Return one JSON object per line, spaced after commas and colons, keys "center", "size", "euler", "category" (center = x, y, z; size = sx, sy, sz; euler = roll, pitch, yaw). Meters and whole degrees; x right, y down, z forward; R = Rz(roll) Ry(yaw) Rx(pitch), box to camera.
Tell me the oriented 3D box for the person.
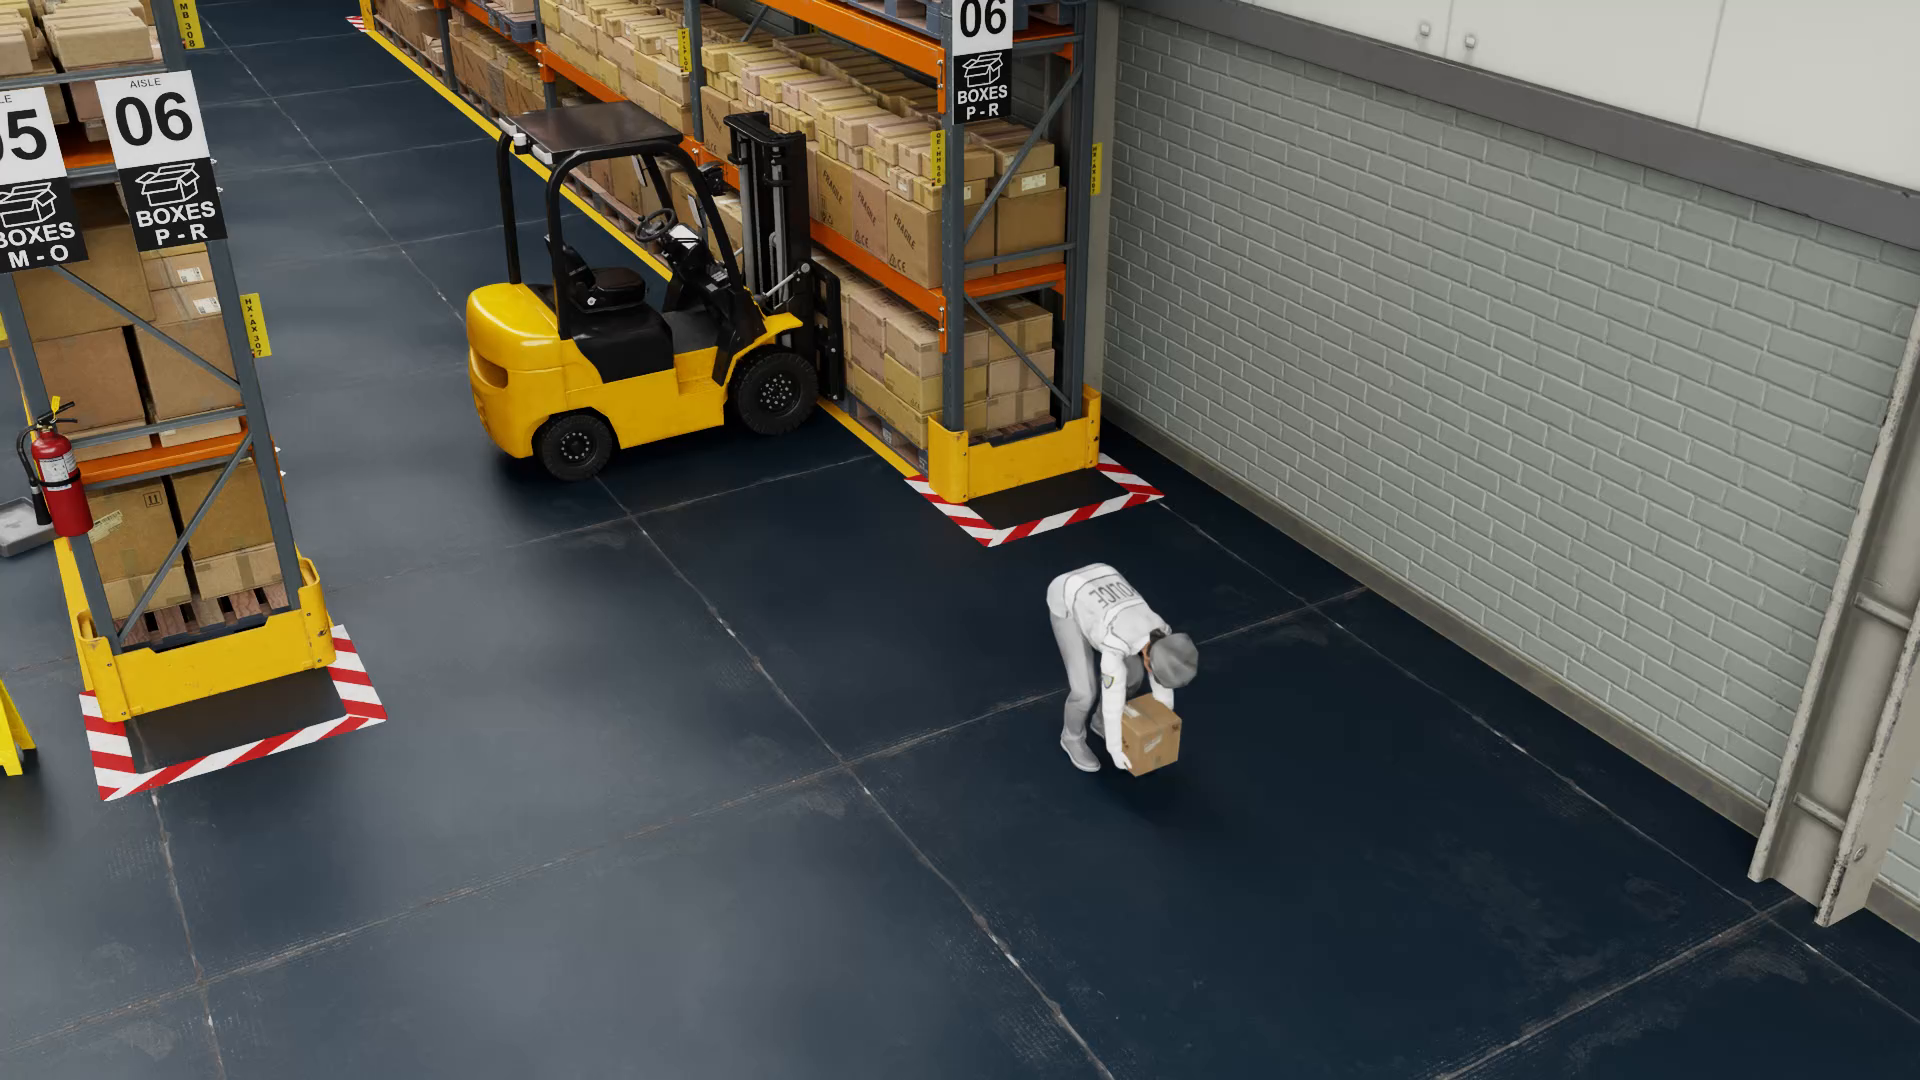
{"center": [0.774, 0.685, 8.006], "size": [0.426, 1.005, 0.917], "euler": [-17, 34, -28], "category": "person"}
